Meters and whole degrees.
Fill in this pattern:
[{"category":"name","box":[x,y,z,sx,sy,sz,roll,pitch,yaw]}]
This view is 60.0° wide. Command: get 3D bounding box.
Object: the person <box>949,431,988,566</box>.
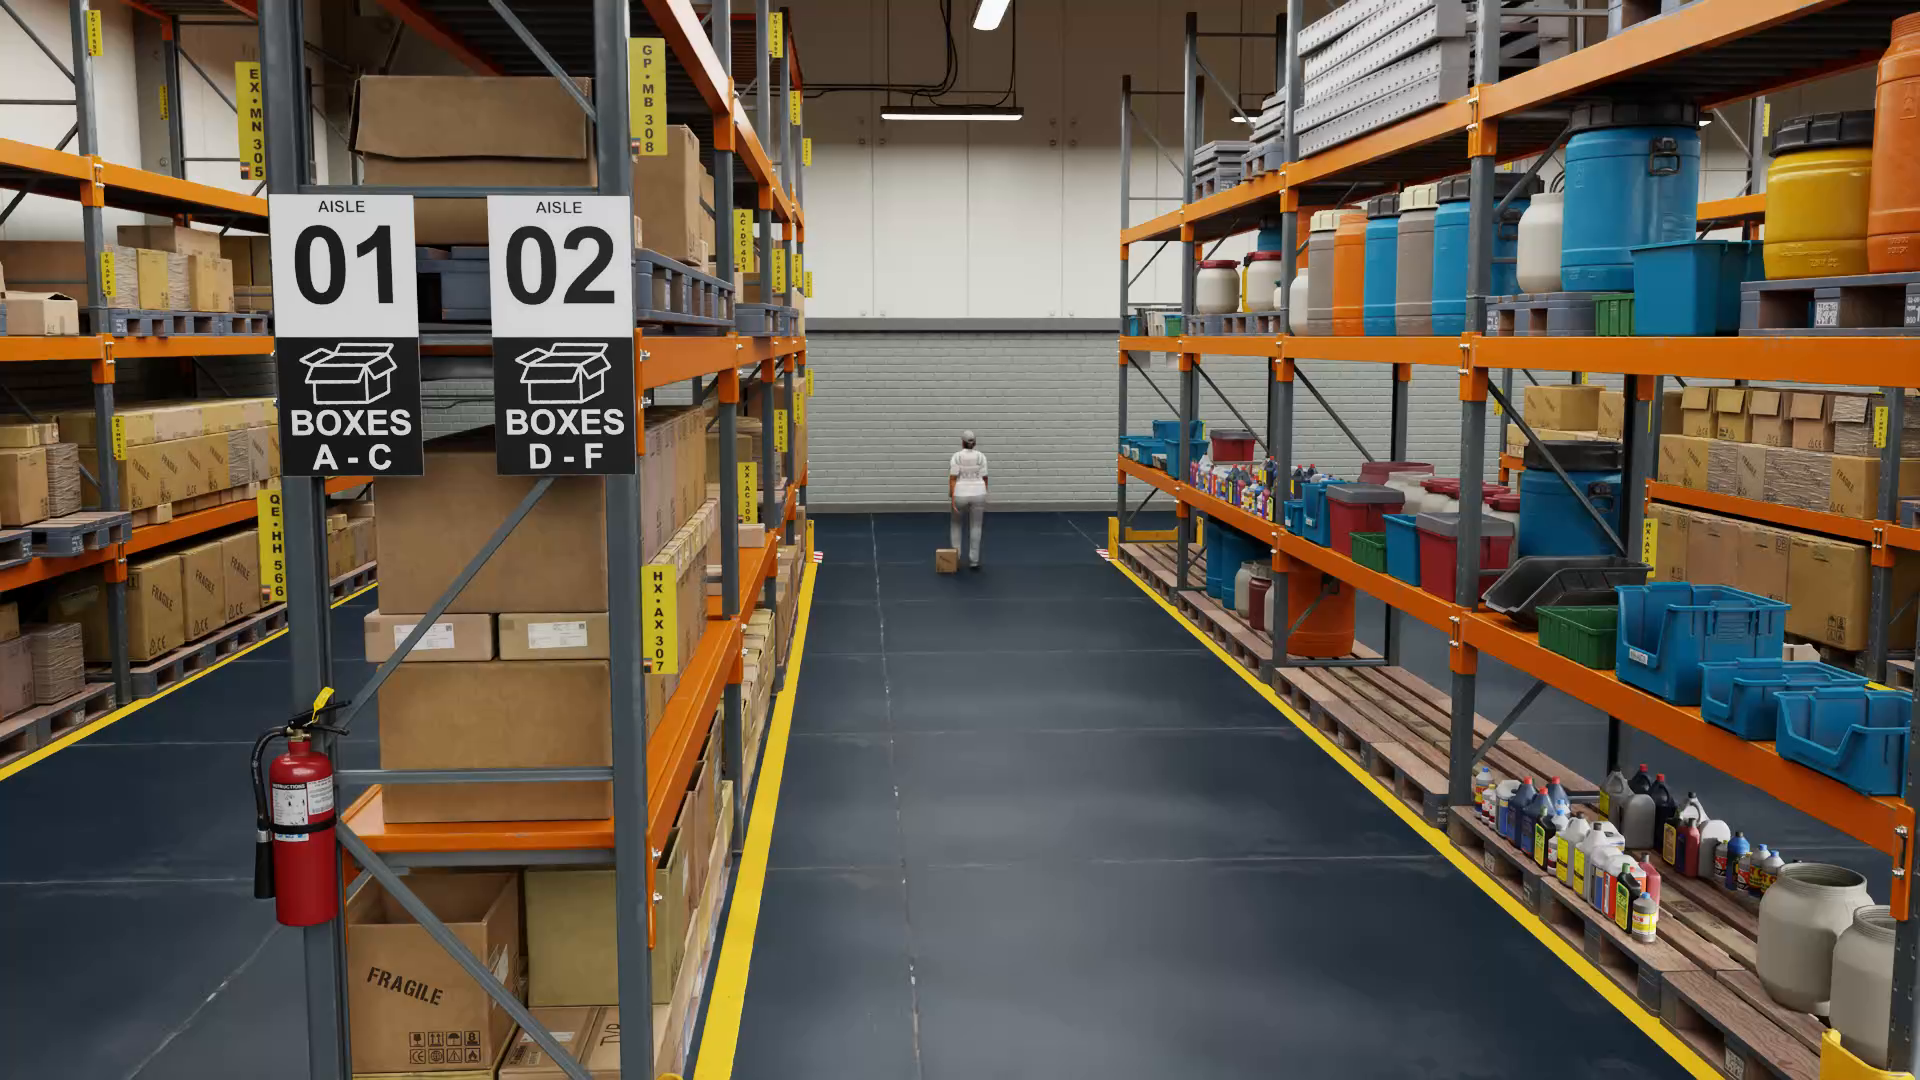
[{"category":"person","box":[0.100,-0.479,20.297,0.478,1.717,0.670,0,7,-3]}]
